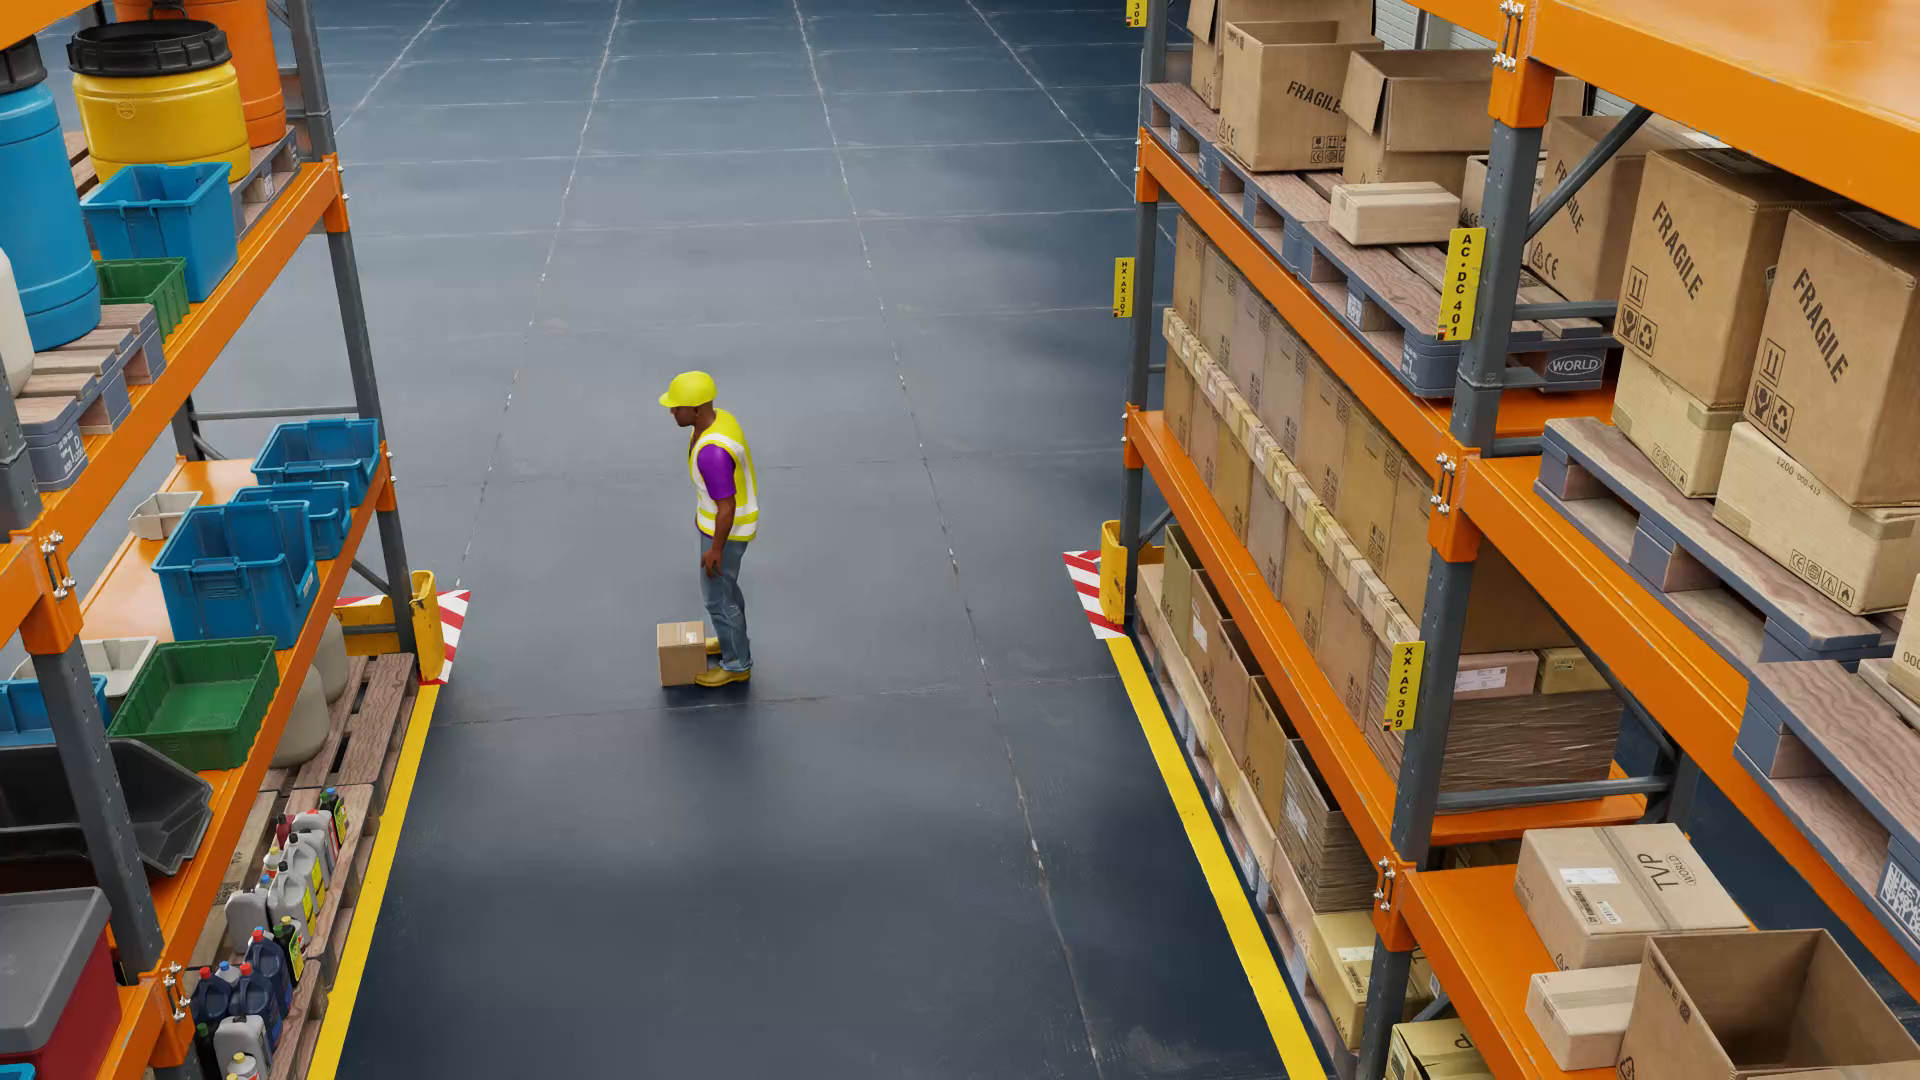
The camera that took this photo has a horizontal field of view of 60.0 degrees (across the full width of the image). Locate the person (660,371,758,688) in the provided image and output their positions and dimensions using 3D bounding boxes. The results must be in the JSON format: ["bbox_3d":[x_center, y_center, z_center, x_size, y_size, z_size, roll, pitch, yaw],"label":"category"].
[{"bbox_3d":[-1.287,-0.072,8.738,0.459,1.761,0.638,-4,27,-9],"label":"person"}]
